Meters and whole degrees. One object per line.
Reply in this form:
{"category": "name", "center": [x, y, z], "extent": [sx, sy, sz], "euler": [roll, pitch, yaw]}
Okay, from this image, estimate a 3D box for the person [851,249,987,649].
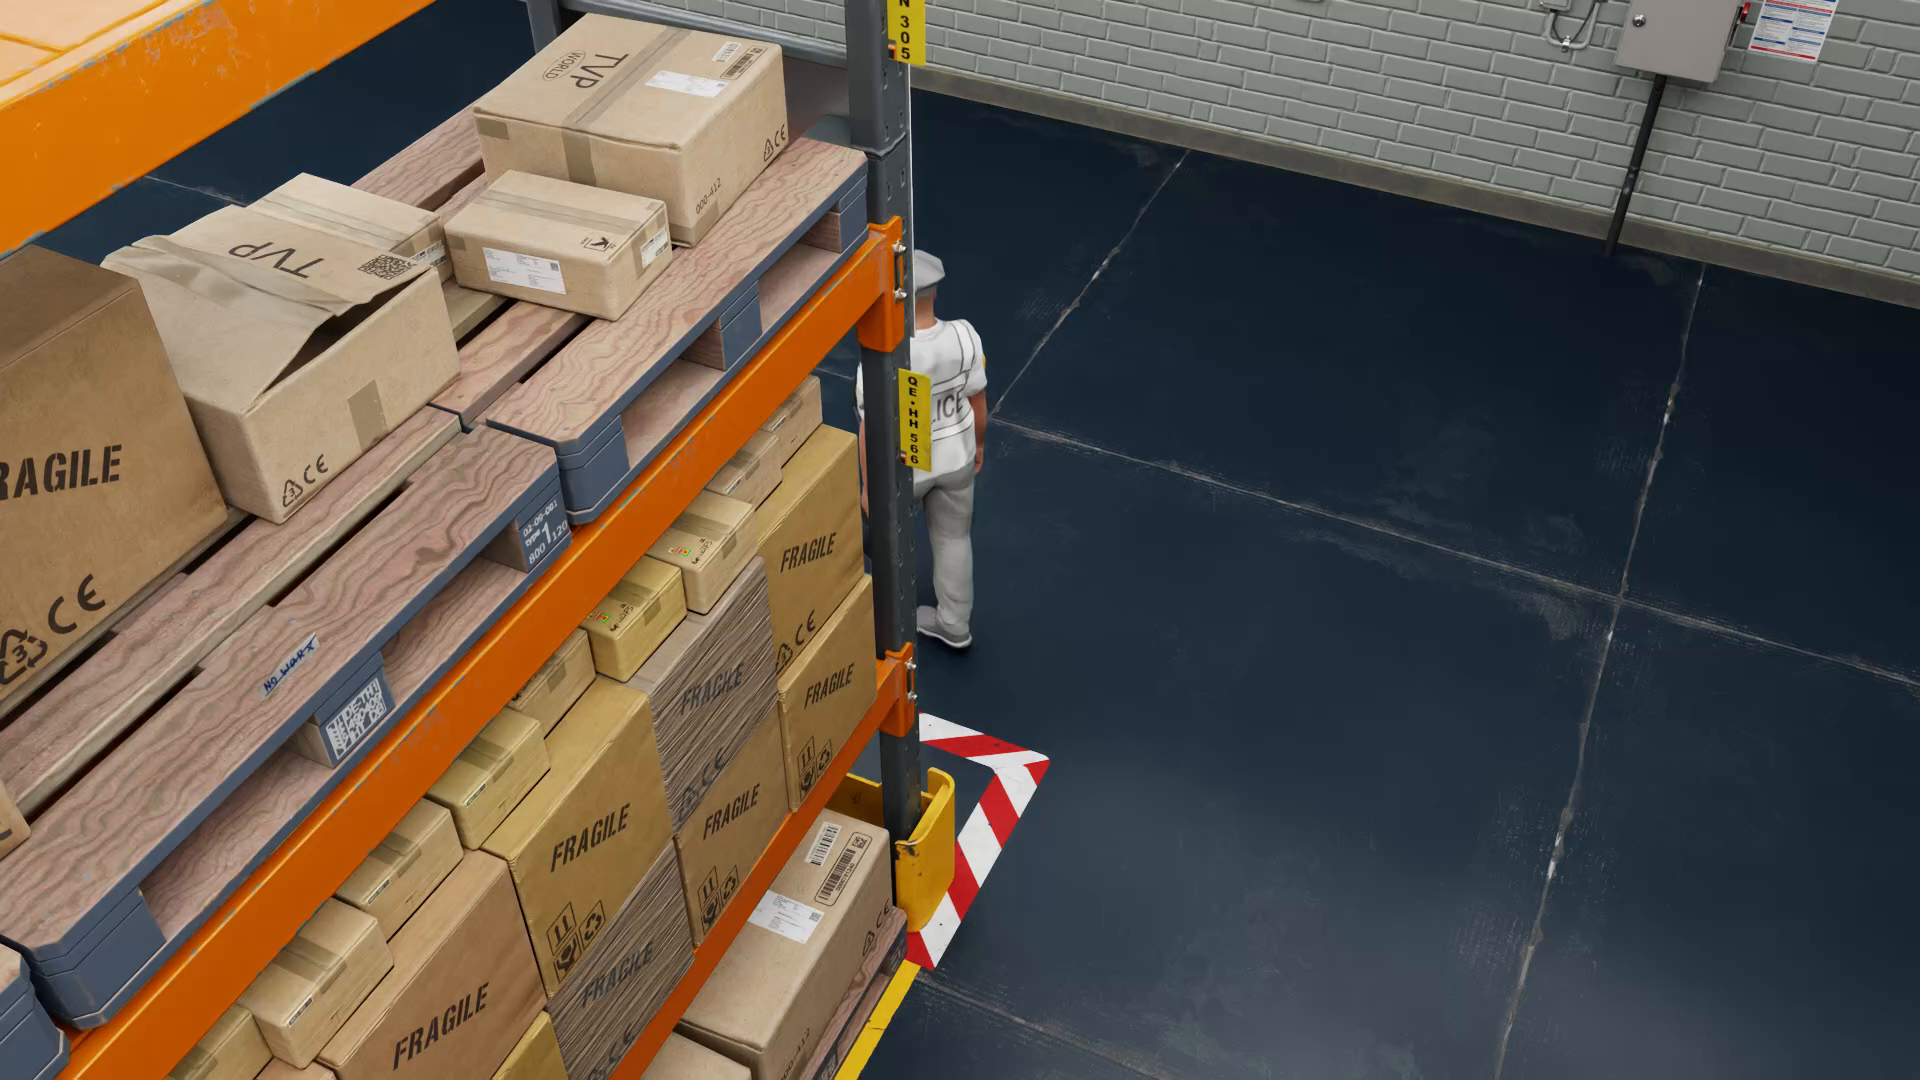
{"category": "person", "center": [-0.190, -0.382, 6.586], "extent": [0.550, 1.734, 0.767], "euler": [-15, 44, -16]}
